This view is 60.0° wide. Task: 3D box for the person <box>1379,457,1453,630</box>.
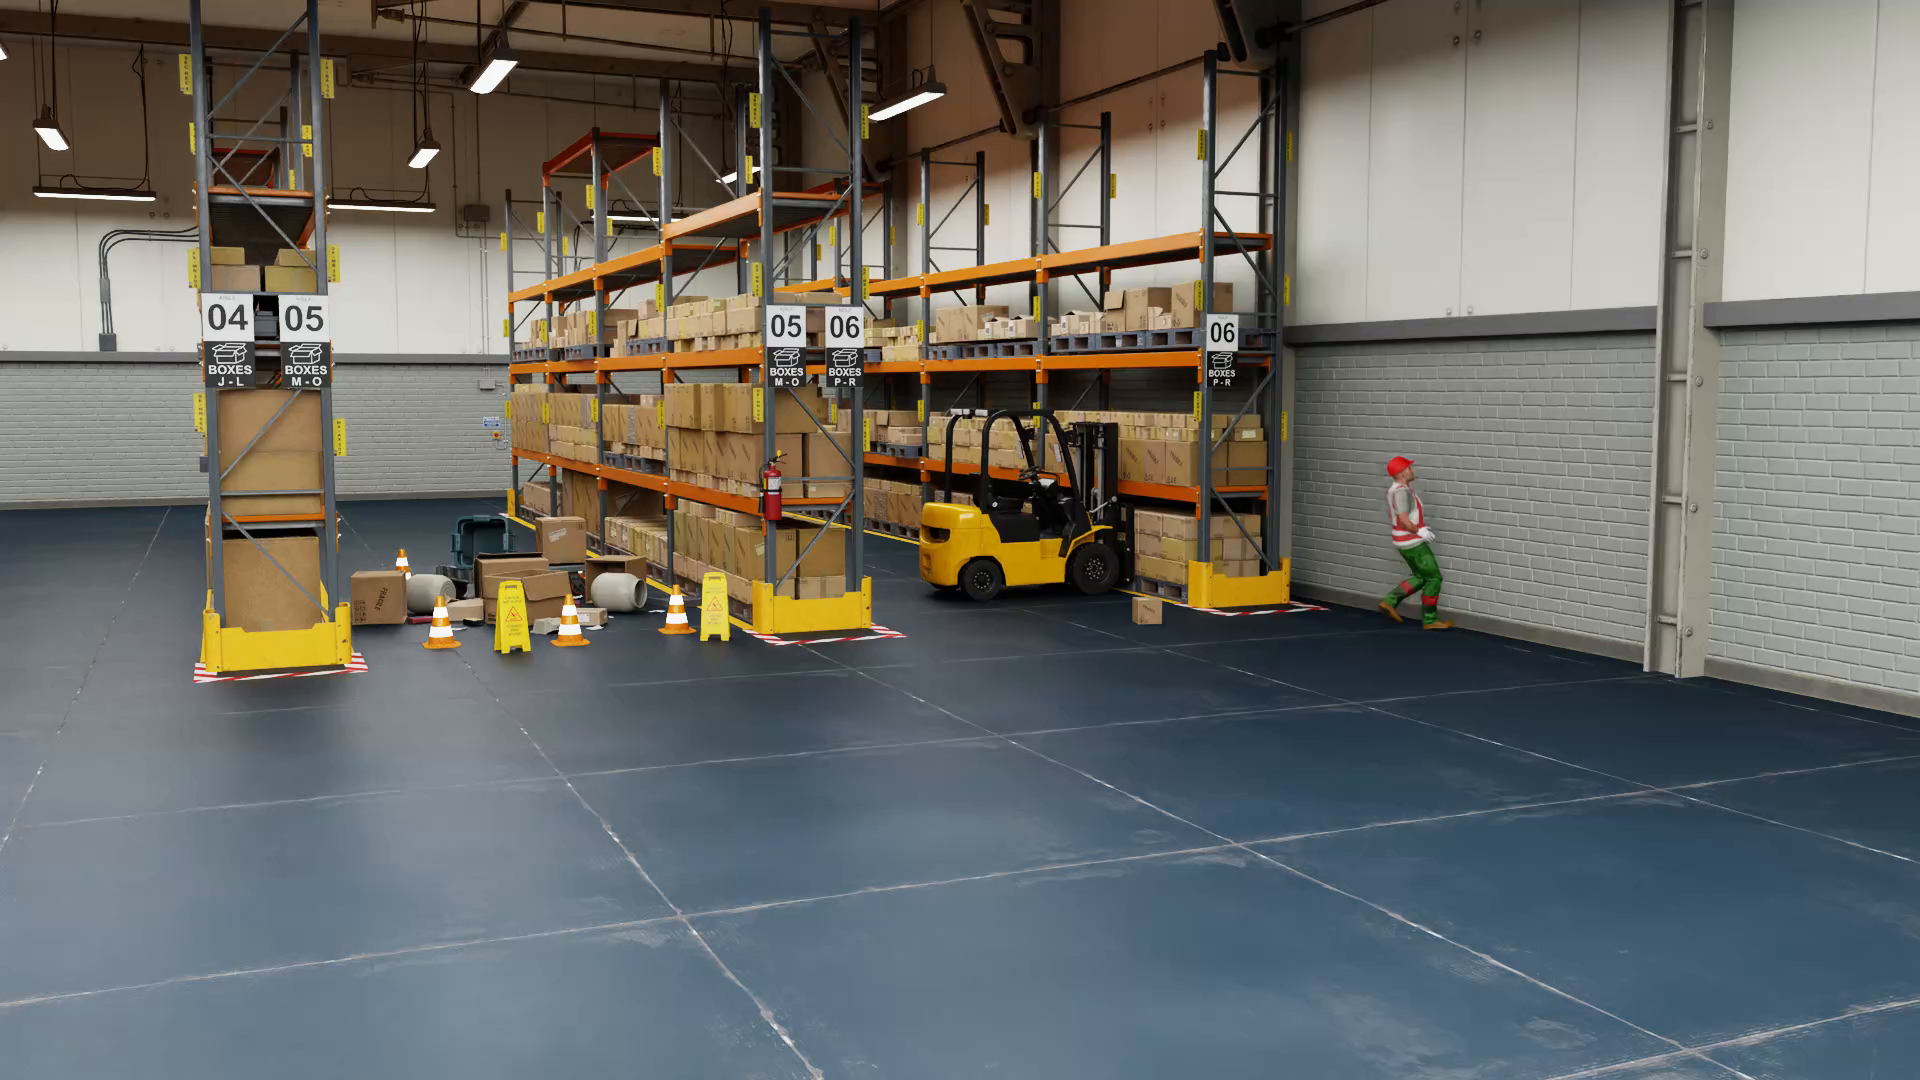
[{"bbox_3d":[4.555,0.034,16.520,0.713,1.724,0.680,0,5,4],"label":"person"}]
